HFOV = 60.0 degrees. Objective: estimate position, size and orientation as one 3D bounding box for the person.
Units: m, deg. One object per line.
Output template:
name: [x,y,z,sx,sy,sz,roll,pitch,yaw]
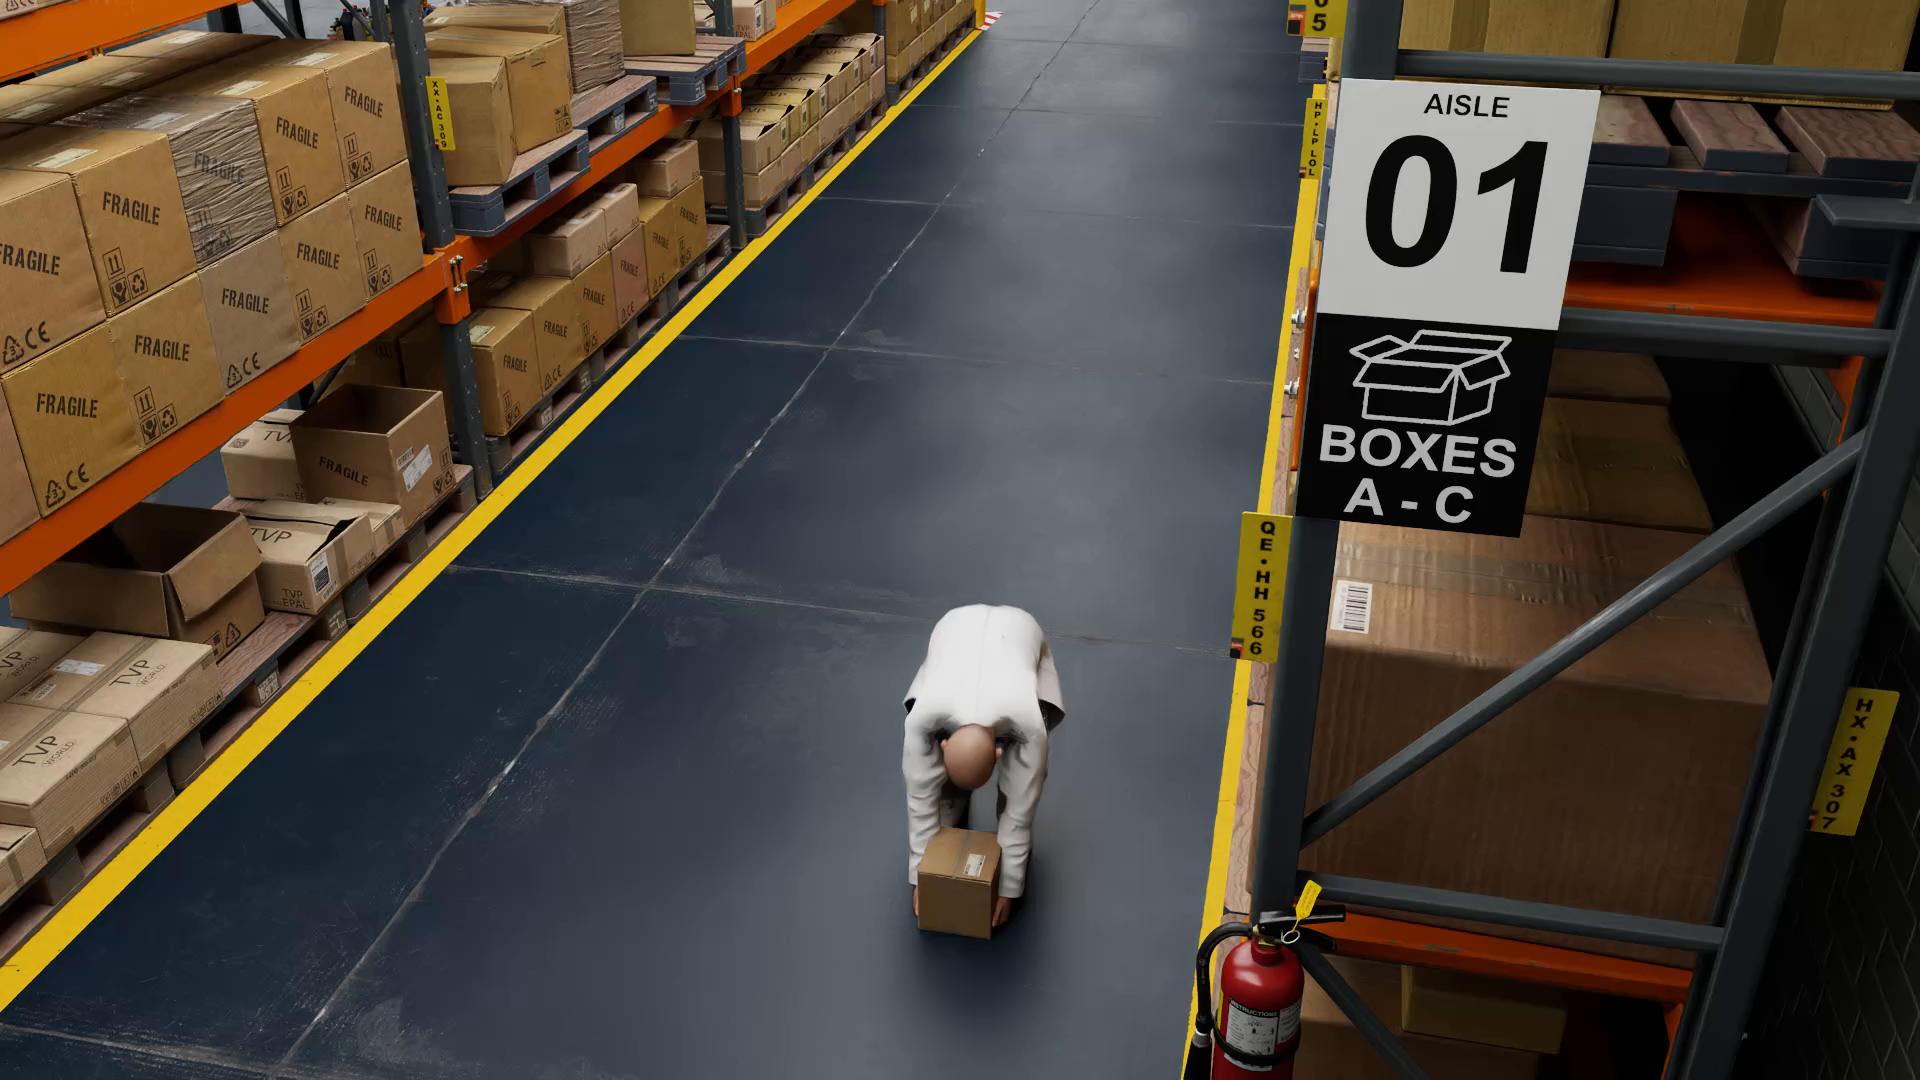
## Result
person: [0.067,0.733,5.781,0.581,0.867,0.955,4,29,8]
